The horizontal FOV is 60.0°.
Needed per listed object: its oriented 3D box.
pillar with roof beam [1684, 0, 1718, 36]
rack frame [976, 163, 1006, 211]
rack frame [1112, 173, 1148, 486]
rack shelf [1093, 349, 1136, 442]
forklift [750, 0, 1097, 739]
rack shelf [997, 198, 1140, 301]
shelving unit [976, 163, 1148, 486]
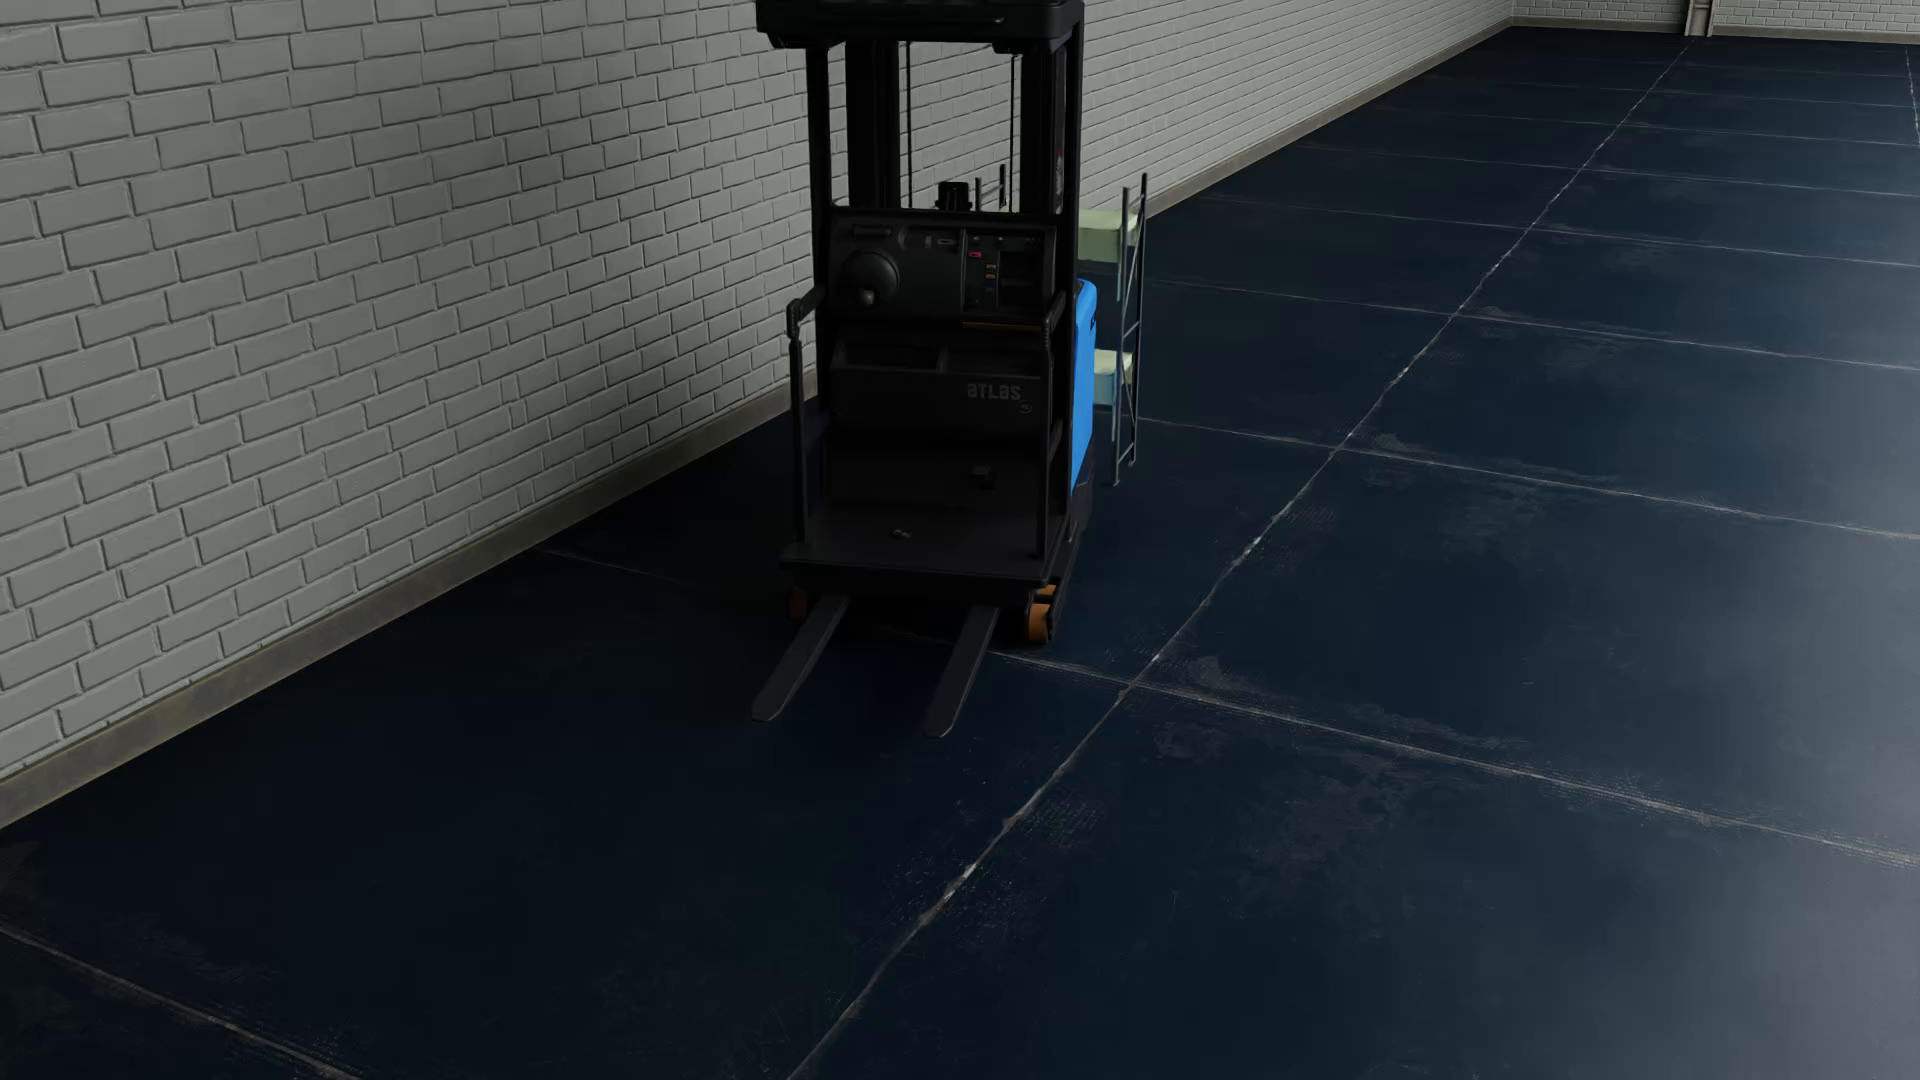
[{"bbox_3d":[10.091,-10.875,21.823,0.400,9.000,9.100,11,25,25],"label":"pillar with roof beam"},{"bbox_3d":[0.154,-1.132,8.496,0.023,1.500,0.400,8,24,18],"label":"rack frame"},{"bbox_3d":[0.843,-1.036,8.269,0.023,1.500,0.400,8,24,18],"label":"rack frame"},{"bbox_3d":[0.498,-0.784,8.510,0.720,0.370,0.431,8,24,18],"label":"rack shelf"},{"bbox_3d":[-0.111,-1.083,6.552,1.130,2.935,3.031,4,23,10],"label":"forklift"},{"bbox_3d":[0.498,-1.443,8.229,0.720,0.370,0.431,8,24,18],"label":"rack shelf"},{"bbox_3d":[0.498,-1.084,8.382,0.755,1.500,0.431,8,24,18],"label":"shelving unit"}]
